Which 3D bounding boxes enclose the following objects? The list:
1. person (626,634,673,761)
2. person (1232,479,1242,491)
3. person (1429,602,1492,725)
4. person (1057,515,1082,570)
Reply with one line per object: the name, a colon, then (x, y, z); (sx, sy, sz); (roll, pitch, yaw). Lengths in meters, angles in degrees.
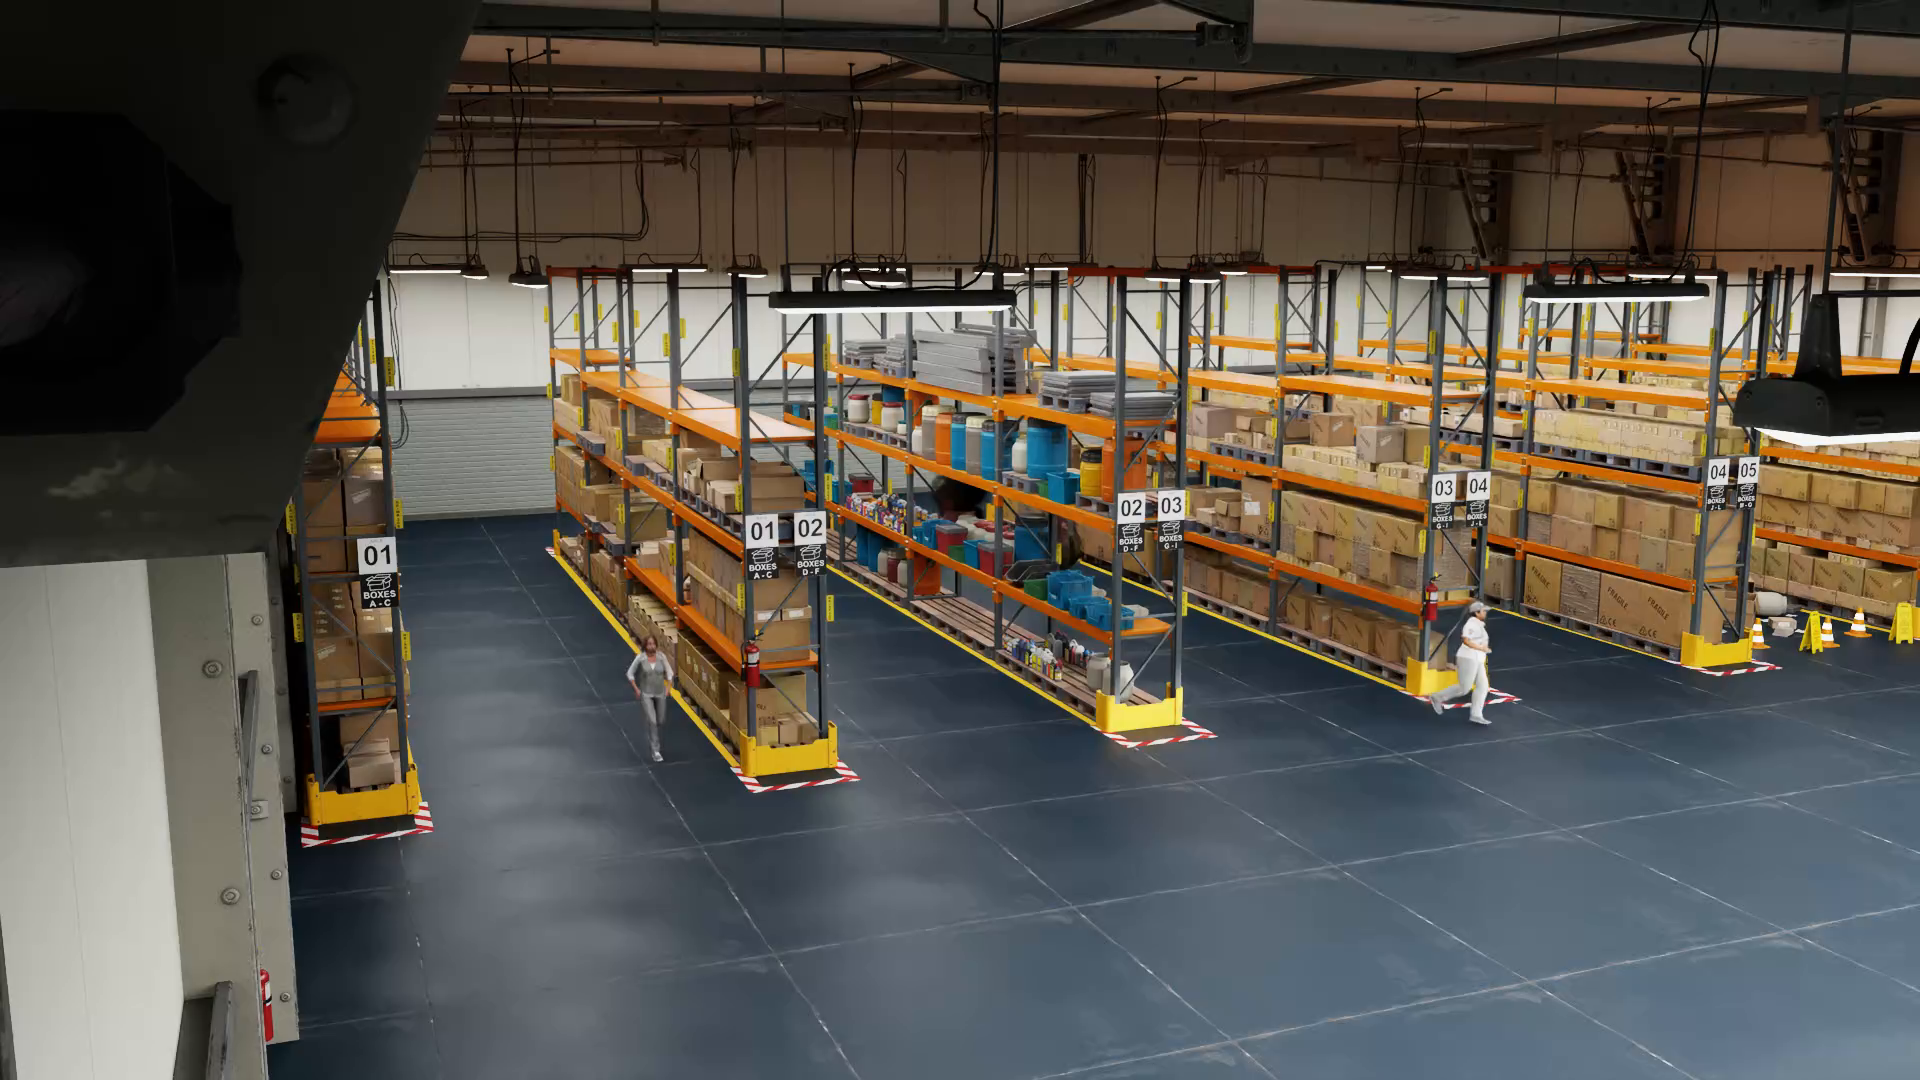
person: (-3.900, 1.949, 20.958); (0.568, 1.571, 0.738); (-4, 11, -24)
person: (6.977, -1.629, 41.084); (0.708, 1.761, 0.737); (8, 13, 39)
person: (6.906, 1.644, 22.666); (0.844, 1.620, 0.658); (6, 11, 29)
person: (1.976, -0.082, 30.474); (0.703, 1.767, 0.616); (-6, 11, -30)
